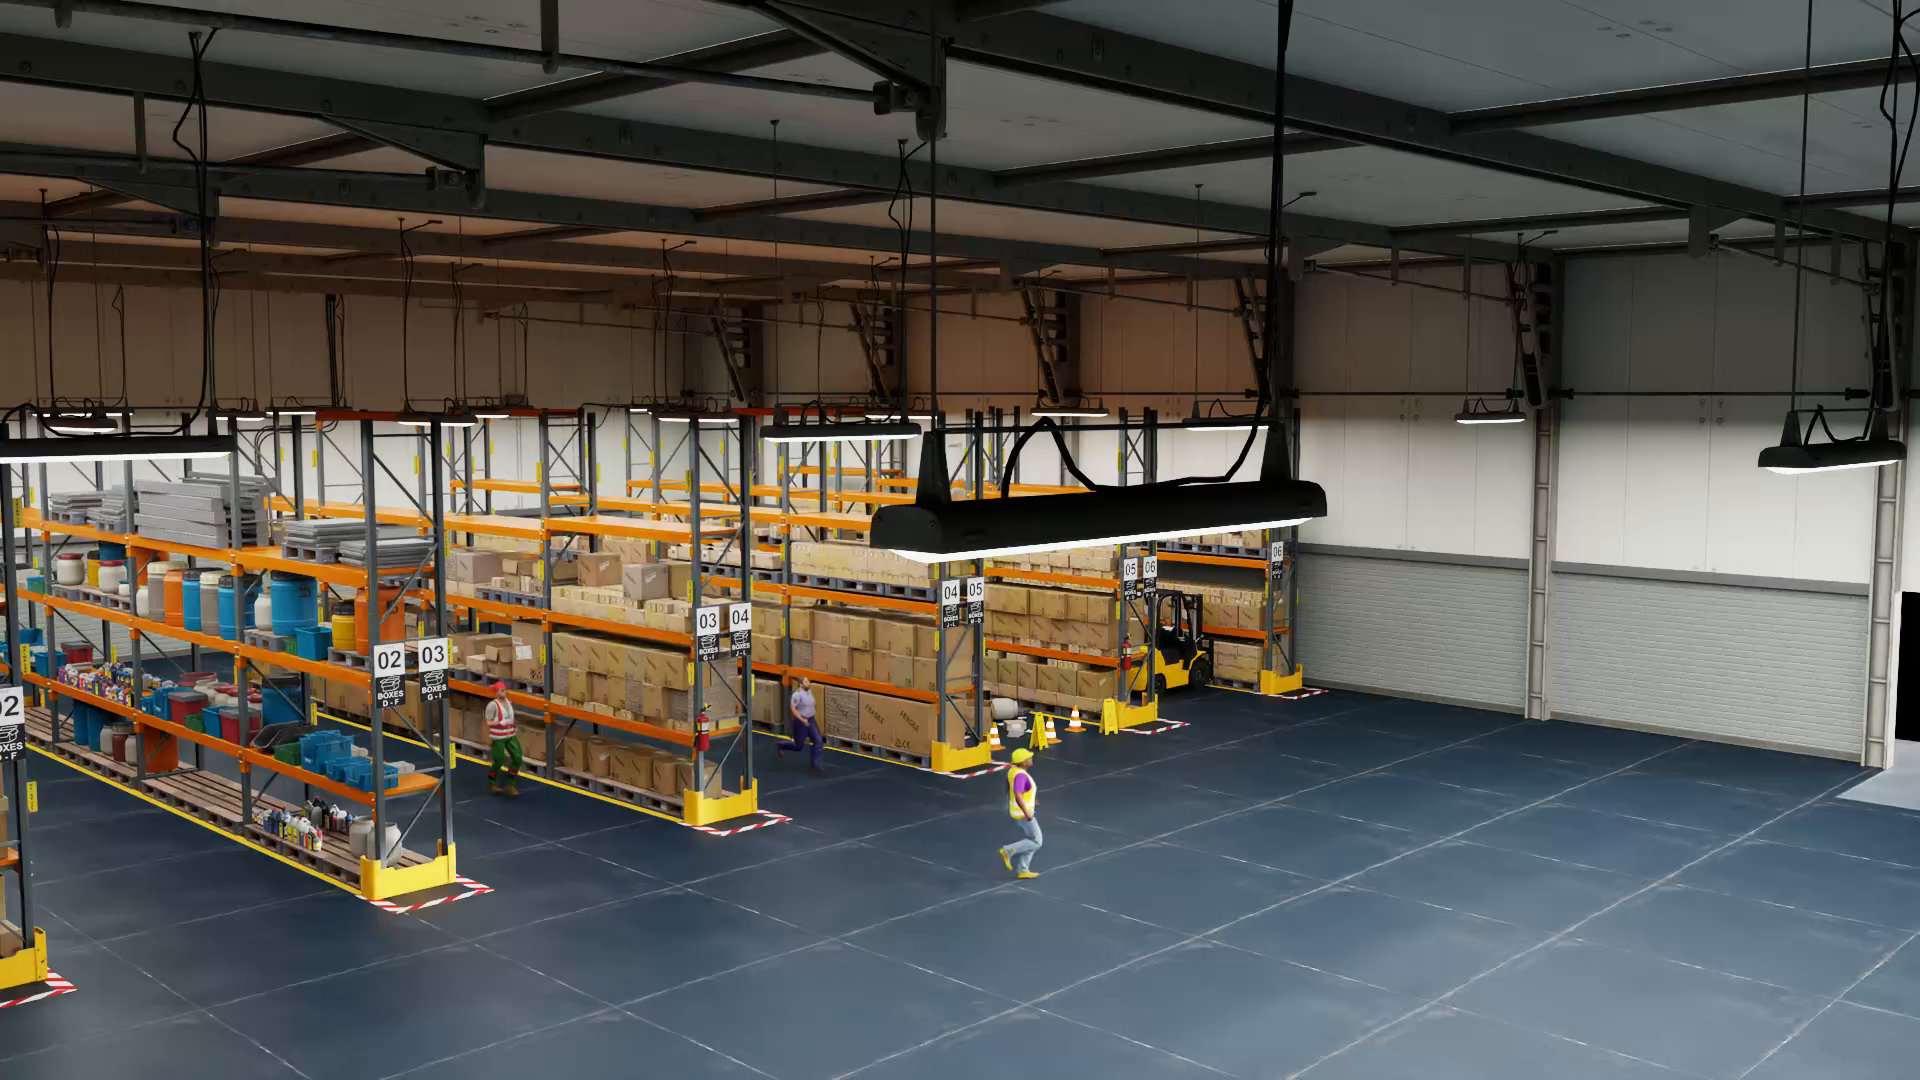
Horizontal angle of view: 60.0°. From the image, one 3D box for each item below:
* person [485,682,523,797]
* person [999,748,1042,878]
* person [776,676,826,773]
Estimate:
[{"bbox_3d":[-7.152,3.129,26.088,0.705,1.824,0.632,4,6,36],"label":"person"},{"bbox_3d":[0.801,3.564,21.649,0.526,1.723,0.743,-1,5,-9],"label":"person"},{"bbox_3d":[-2.649,3.084,27.922,0.891,1.625,0.595,3,6,32],"label":"person"}]
